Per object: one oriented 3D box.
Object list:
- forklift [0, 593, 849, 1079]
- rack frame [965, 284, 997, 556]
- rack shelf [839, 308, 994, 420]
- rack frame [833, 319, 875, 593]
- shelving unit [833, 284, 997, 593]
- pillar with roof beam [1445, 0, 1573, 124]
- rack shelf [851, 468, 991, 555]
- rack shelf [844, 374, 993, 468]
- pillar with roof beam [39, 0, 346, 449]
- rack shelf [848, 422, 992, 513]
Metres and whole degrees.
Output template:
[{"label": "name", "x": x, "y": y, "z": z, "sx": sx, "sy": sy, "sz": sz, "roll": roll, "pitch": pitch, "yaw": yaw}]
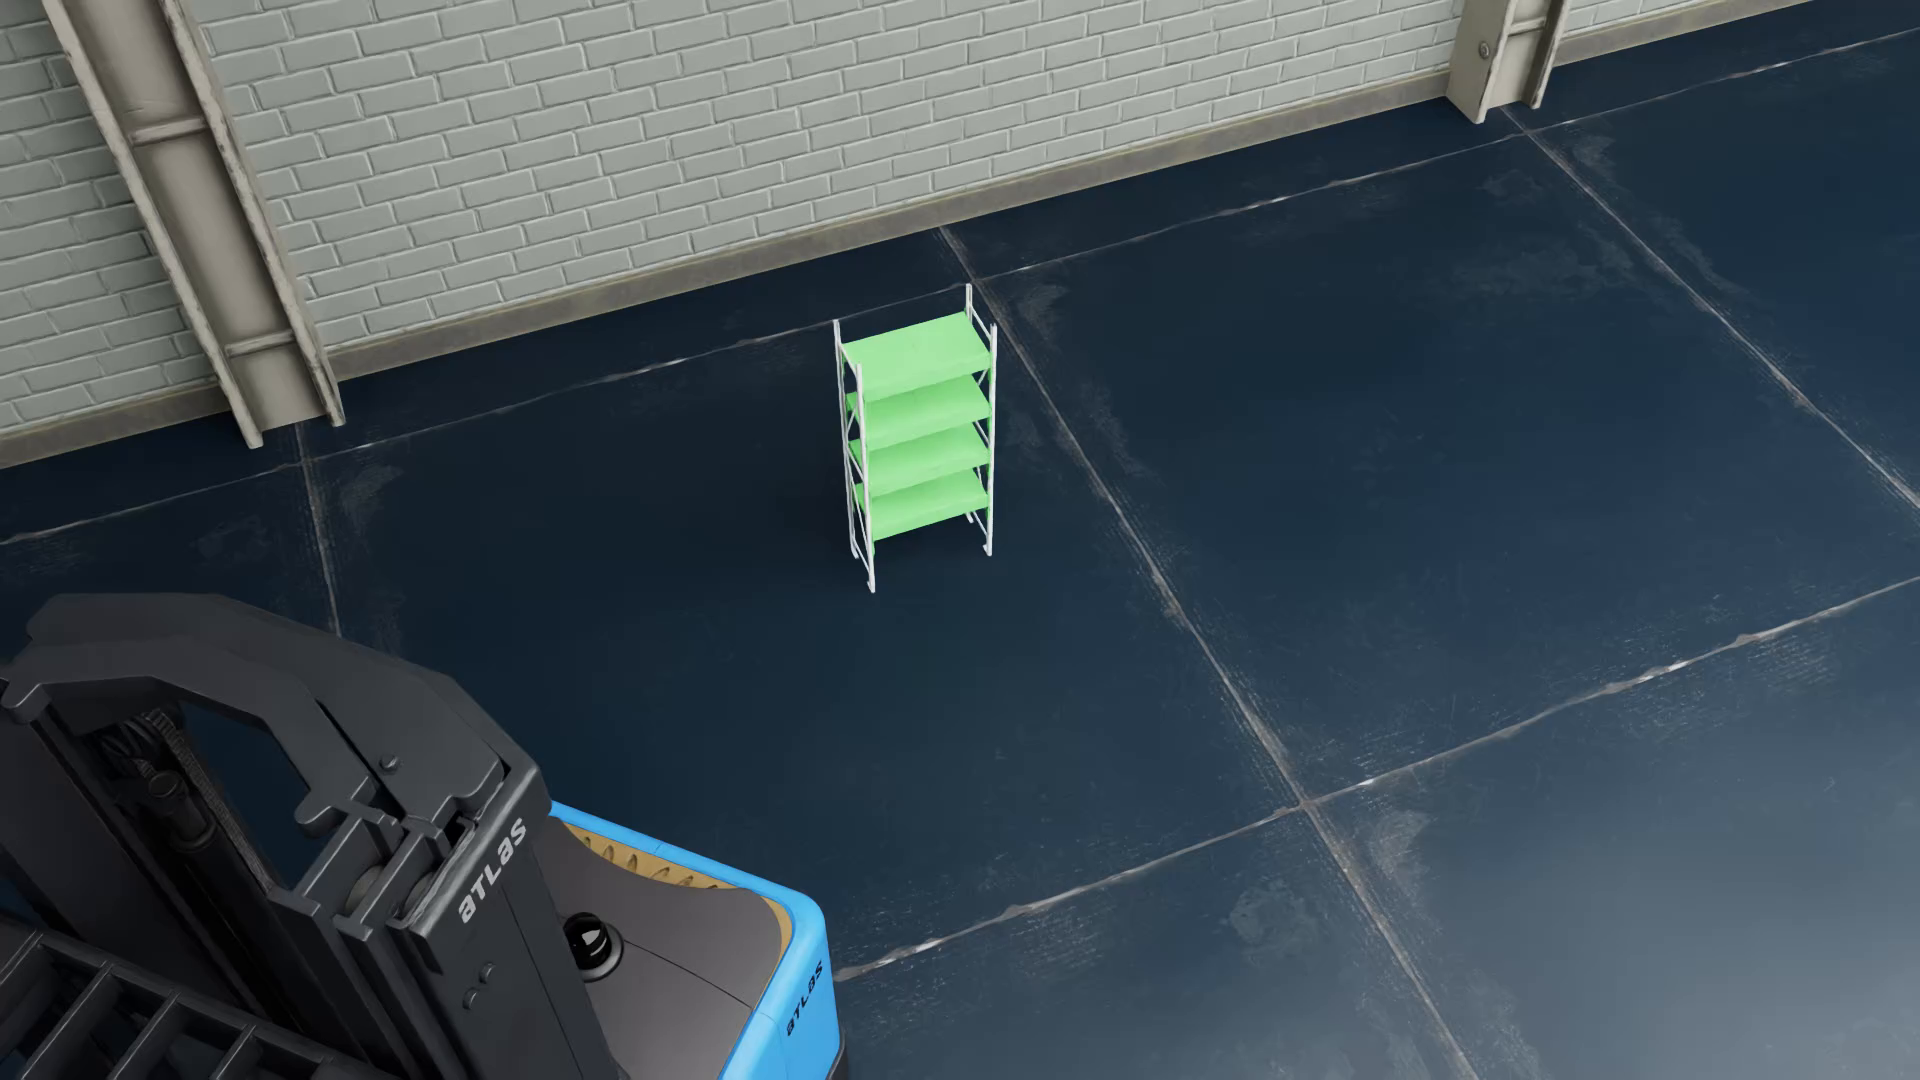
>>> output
[{"label": "forklift", "x": -1.361, "y": 1.598, "z": 3.286, "sx": 1.130, "sy": 2.935, "sz": 3.031, "roll": 17, "pitch": 51, "yaw": 14}, {"label": "rack frame", "x": 0.073, "y": -0.413, "z": 6.155, "sx": 0.015, "sy": 1.200, "sz": 0.240, "roll": -17, "pitch": 52, "yaw": -14}, {"label": "rack shelf", "x": -0.153, "y": -0.614, "z": 5.779, "sx": 0.480, "sy": 0.148, "sz": 0.258, "roll": -17, "pitch": 52, "yaw": -14}, {"label": "rack frame", "x": -0.379, "y": -0.273, "z": 6.035, "sx": 0.015, "sy": 1.200, "sz": 0.240, "roll": -17, "pitch": 52, "yaw": -14}, {"label": "shelving unit", "x": -0.153, "y": -0.343, "z": 6.095, "sx": 0.503, "sy": 1.200, "sz": 0.258, "roll": -17, "pitch": 52, "yaw": -14}, {"label": "pillar with roof beam", "x": 4.352, "y": -2.170, "z": 2.523, "sx": 0.400, "sy": 9.000, "sz": 9.100, "roll": -17, "pitch": 52, "yaw": -14}, {"label": "rack shelf", "x": -0.153, "y": -0.145, "z": 6.325, "sx": 0.480, "sy": 0.148, "sz": 0.258, "roll": -17, "pitch": 52, "yaw": -14}, {"label": "rack shelf", "x": -0.153, "y": -0.458, "z": 5.961, "sx": 0.480, "sy": 0.148, "sz": 0.258, "roll": -17, "pitch": 52, "yaw": -14}, {"label": "pillar with roof beam", "x": -1.202, "y": -0.449, "z": 1.045, "sx": 0.400, "sy": 9.000, "sz": 9.100, "roll": -17, "pitch": 52, "yaw": -14}, {"label": "rack shelf", "x": -0.153, "y": -0.302, "z": 6.143, "sx": 0.480, "sy": 0.148, "sz": 0.258, "roll": -17, "pitch": 52, "yaw": -14}]
